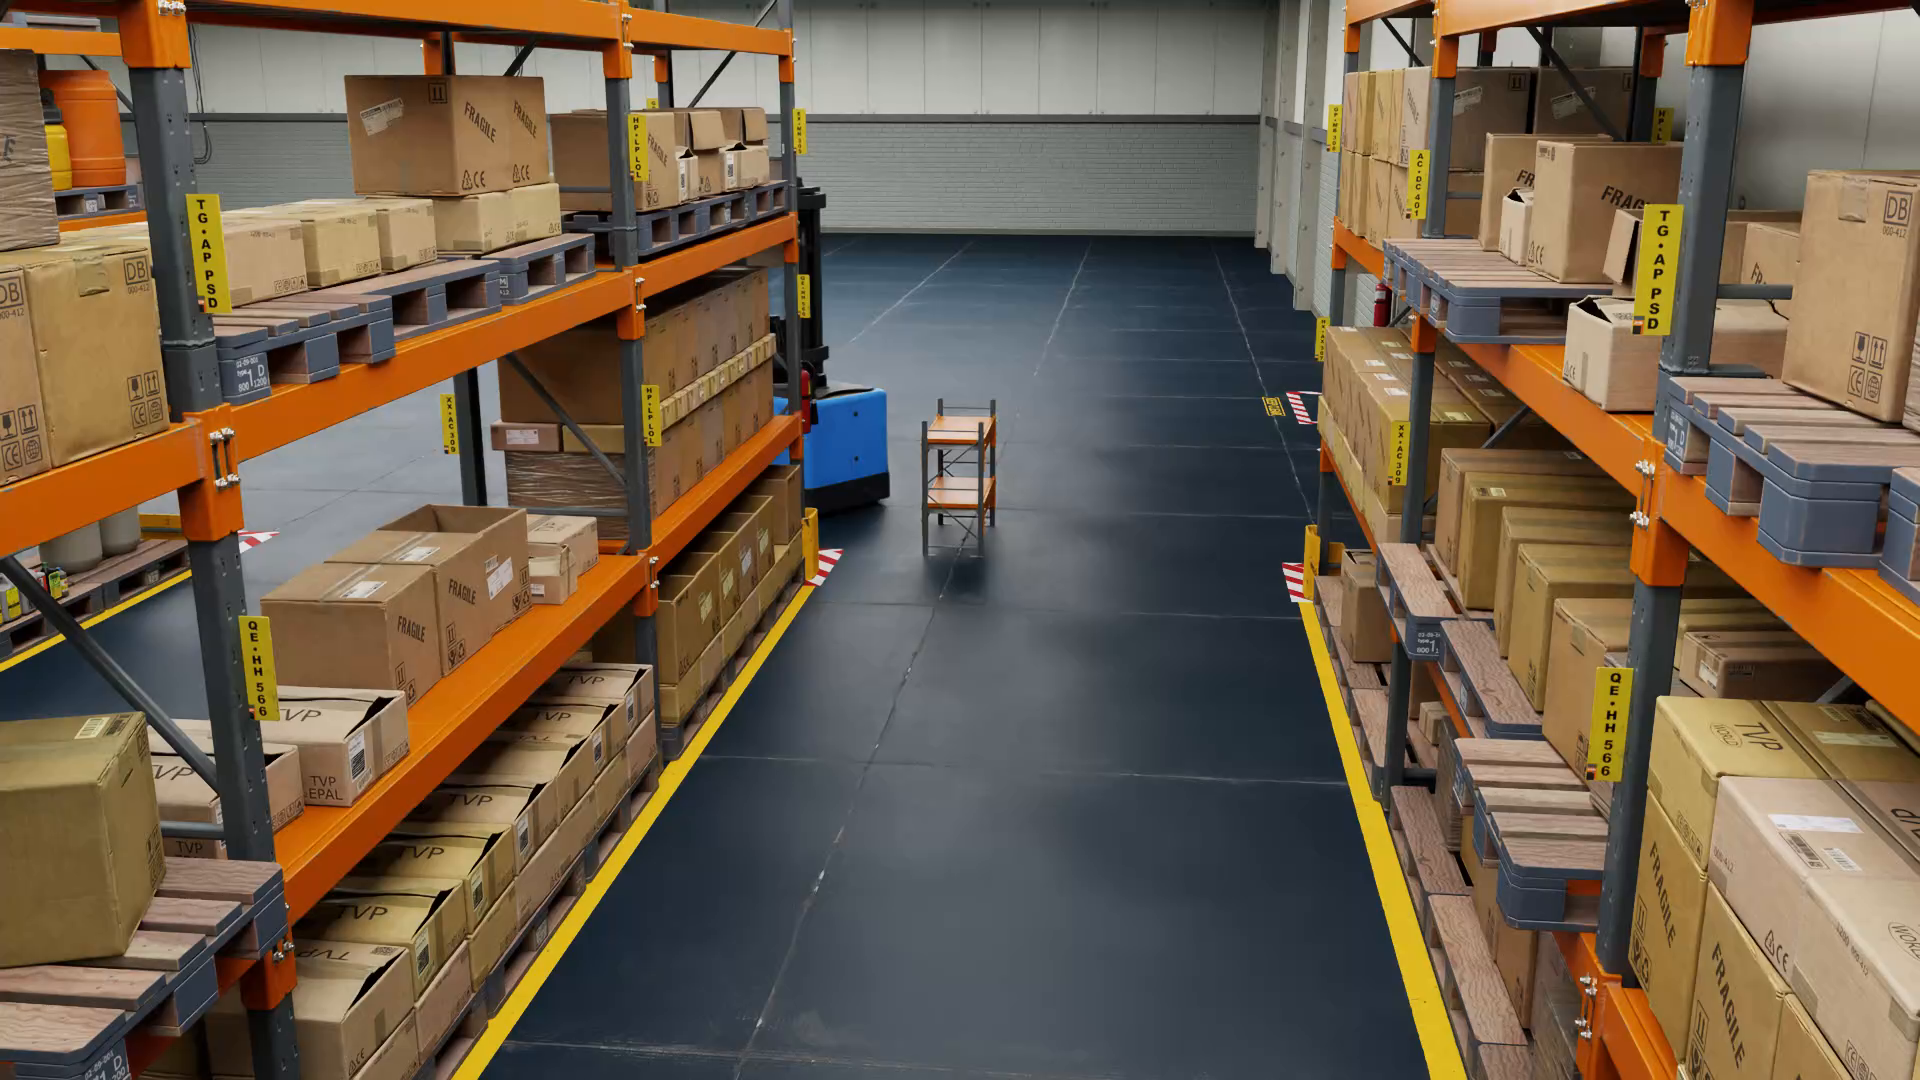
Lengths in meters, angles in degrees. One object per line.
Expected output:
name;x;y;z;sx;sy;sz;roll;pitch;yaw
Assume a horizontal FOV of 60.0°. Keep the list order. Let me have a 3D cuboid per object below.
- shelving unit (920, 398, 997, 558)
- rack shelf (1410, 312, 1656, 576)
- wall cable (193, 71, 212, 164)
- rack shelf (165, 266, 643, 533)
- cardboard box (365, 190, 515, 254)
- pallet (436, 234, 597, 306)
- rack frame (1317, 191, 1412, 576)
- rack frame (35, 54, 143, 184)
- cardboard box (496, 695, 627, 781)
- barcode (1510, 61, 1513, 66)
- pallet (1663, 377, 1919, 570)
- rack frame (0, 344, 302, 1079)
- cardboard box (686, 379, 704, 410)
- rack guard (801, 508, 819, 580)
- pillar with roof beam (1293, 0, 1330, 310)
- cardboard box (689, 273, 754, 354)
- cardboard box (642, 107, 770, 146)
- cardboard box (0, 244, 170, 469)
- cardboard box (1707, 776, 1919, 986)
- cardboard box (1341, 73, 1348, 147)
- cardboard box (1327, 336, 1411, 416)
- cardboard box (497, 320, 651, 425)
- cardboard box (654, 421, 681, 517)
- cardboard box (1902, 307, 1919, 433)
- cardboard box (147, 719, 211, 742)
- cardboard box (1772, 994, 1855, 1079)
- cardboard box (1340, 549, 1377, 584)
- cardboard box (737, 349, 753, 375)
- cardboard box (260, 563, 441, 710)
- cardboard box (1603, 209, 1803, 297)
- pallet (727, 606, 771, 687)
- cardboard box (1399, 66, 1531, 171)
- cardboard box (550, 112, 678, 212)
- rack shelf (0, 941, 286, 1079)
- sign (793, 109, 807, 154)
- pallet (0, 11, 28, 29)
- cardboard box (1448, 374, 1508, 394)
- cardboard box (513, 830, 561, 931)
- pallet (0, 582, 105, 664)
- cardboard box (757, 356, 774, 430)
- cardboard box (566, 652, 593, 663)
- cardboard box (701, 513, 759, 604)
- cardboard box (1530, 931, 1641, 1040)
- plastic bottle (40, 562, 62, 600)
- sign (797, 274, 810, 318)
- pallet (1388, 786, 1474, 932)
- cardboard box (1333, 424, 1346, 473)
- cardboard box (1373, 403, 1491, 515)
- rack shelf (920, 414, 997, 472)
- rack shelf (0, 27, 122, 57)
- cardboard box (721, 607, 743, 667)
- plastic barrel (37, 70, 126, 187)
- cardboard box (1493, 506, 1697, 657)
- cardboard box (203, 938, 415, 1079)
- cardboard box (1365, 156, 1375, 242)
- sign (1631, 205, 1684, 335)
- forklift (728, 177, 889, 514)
shelving unit;-0.001;-0.541;14.009;0.538;1.125;1.048;2;15;6
rack shelf;2.526;-0.585;6.210;1.077;0.370;4.000;2;15;6
wall cable;-22.284;-11.664;46.007;3.097;2.526;0.112;2;15;6
rack shelf;-2.396;-0.730;6.746;1.077;0.370;4.000;2;15;6
cardboard box;-2.309;-1.424;7.418;0.500;0.250;0.500;0;15;1
pallet;-2.257;-1.274;7.748;0.805;0.209;1.217;1;15;4
rack frame;3.203;-1.040;12.263;1.000;3.000;0.127;2;15;6
rack frame;-6.641;-4.228;12.559;1.000;3.000;0.127;2;15;6
cardboard box;-1.984;0.955;8.274;0.500;0.311;0.500;2;15;8
barcode;3.620;-3.110;10.914;0.001;0.075;0.075;2;15;6
pallet;2.280;-0.154;3.599;1.213;0.211;1.003;2;15;9
rack frame;-2.622;0.890;5.125;1.000;3.000;0.127;2;15;6
cardboard box;-1.807;-0.908;10.337;0.380;0.149;0.250;1;15;5
rack guard;-1.717;0.015;13.148;1.175;0.500;0.348;2;15;6
pillar with roof beam;1.737;-8.525;28.448;9.100;9.000;0.400;2;15;6
cardboard box;-1.845;-1.589;11.614;0.700;0.500;0.500;1;15;5
cardboard box;-1.788;-2.804;11.770;0.797;0.503;0.637;3;15;10
cardboard box;-2.638;-0.492;4.299;0.910;0.500;0.500;2;15;6
cardboard box;1.933;0.721;3.514;0.500;0.250;0.500;1;15;5
cardboard box;2.918;-2.936;11.382;0.500;0.500;0.500;1;15;2
cardboard box;2.785;-1.097;11.284;0.500;0.500;0.500;2;15;6
cardboard box;-2.127;-0.938;9.206;0.700;0.500;0.500;2;15;7
cardboard box;-2.074;-0.448;9.882;0.700;0.500;0.500;2;15;6
cardboard box;2.295;-0.408;3.142;0.700;0.500;0.500;1;15;3
cardboard box;-2.795;0.770;6.051;0.380;0.149;0.250;2;15;6
cardboard box;1.866;1.216;3.120;0.500;0.500;0.500;2;15;6
cardboard box;3.036;0.222;11.902;0.500;0.311;0.500;0;15;0
cardboard box;-1.661;-1.242;11.576;0.380;0.149;0.250;2;15;7
cardboard box;-2.449;0.406;6.724;0.500;0.500;0.500;1;15;3
cardboard box;2.539;-0.806;5.415;0.797;0.503;0.637;4;16;14
pallet;-1.904;0.676;11.258;1.003;0.211;1.213;2;15;6
cardboard box;2.539;-2.129;8.398;0.500;0.500;0.500;0;15;1
cardboard box;-1.852;-2.037;8.939;0.500;0.500;0.500;3;15;11
rack shelf;-2.848;1.756;3.301;1.077;0.370;4.000;2;15;6
sign;-1.182;-3.003;12.230;0.100;0.325;0.005;2;15;6
pallet;-6.892;-3.438;10.766;1.003;0.211;1.213;2;15;6
cardboard box;3.136;-0.681;9.746;0.500;0.500;0.500;2;15;8
cardboard box;-2.105;1.489;7.373;0.500;0.250;0.500;2;15;7
pallet;-6.840;0.561;11.682;1.003;0.211;1.213;2;15;6
cardboard box;-1.785;-1.113;12.339;0.700;0.500;0.500;2;15;6
cardboard box;-2.336;0.850;9.735;0.500;0.250;0.500;2;15;6
cardboard box;-1.640;0.115;11.018;0.500;0.500;0.500;2;15;6
cardboard box;2.503;1.710;6.036;0.700;0.500;0.500;2;15;6
plastic bottle;-6.407;0.287;11.716;0.061;0.283;0.133;2;15;8
sign;-1.182;-1.839;12.544;0.100;0.325;0.005;2;15;6
pallet;2.665;1.545;8.043;1.003;0.211;1.213;2;15;6
cardboard box;2.725;-0.593;10.859;0.500;0.250;0.500;1;15;5
cardboard box;2.498;-0.434;8.832;0.500;0.500;0.500;2;15;6
rack shelf;-0.001;-0.824;13.932;0.538;0.278;1.000;2;15;6
rack shelf;-6.866;-3.169;10.787;1.077;0.370;4.000;2;15;6
cardboard box;-1.694;0.606;10.636;0.500;0.250;0.500;2;15;6
plastic barrel;-6.569;-3.060;12.359;0.600;0.830;0.708;2;15;6
cardboard box;2.547;0.184;6.701;0.700;0.500;0.500;4;16;14
cardboard box;-2.271;1.616;5.827;0.500;0.311;0.500;2;15;8
cardboard box;2.727;-2.054;10.036;0.500;0.500;0.500;3;15;10
sign;1.761;-0.679;4.191;0.100;0.325;0.005;2;15;6
forklift;-2.073;-1.921;15.650;3.031;2.935;1.130;14;20;41
